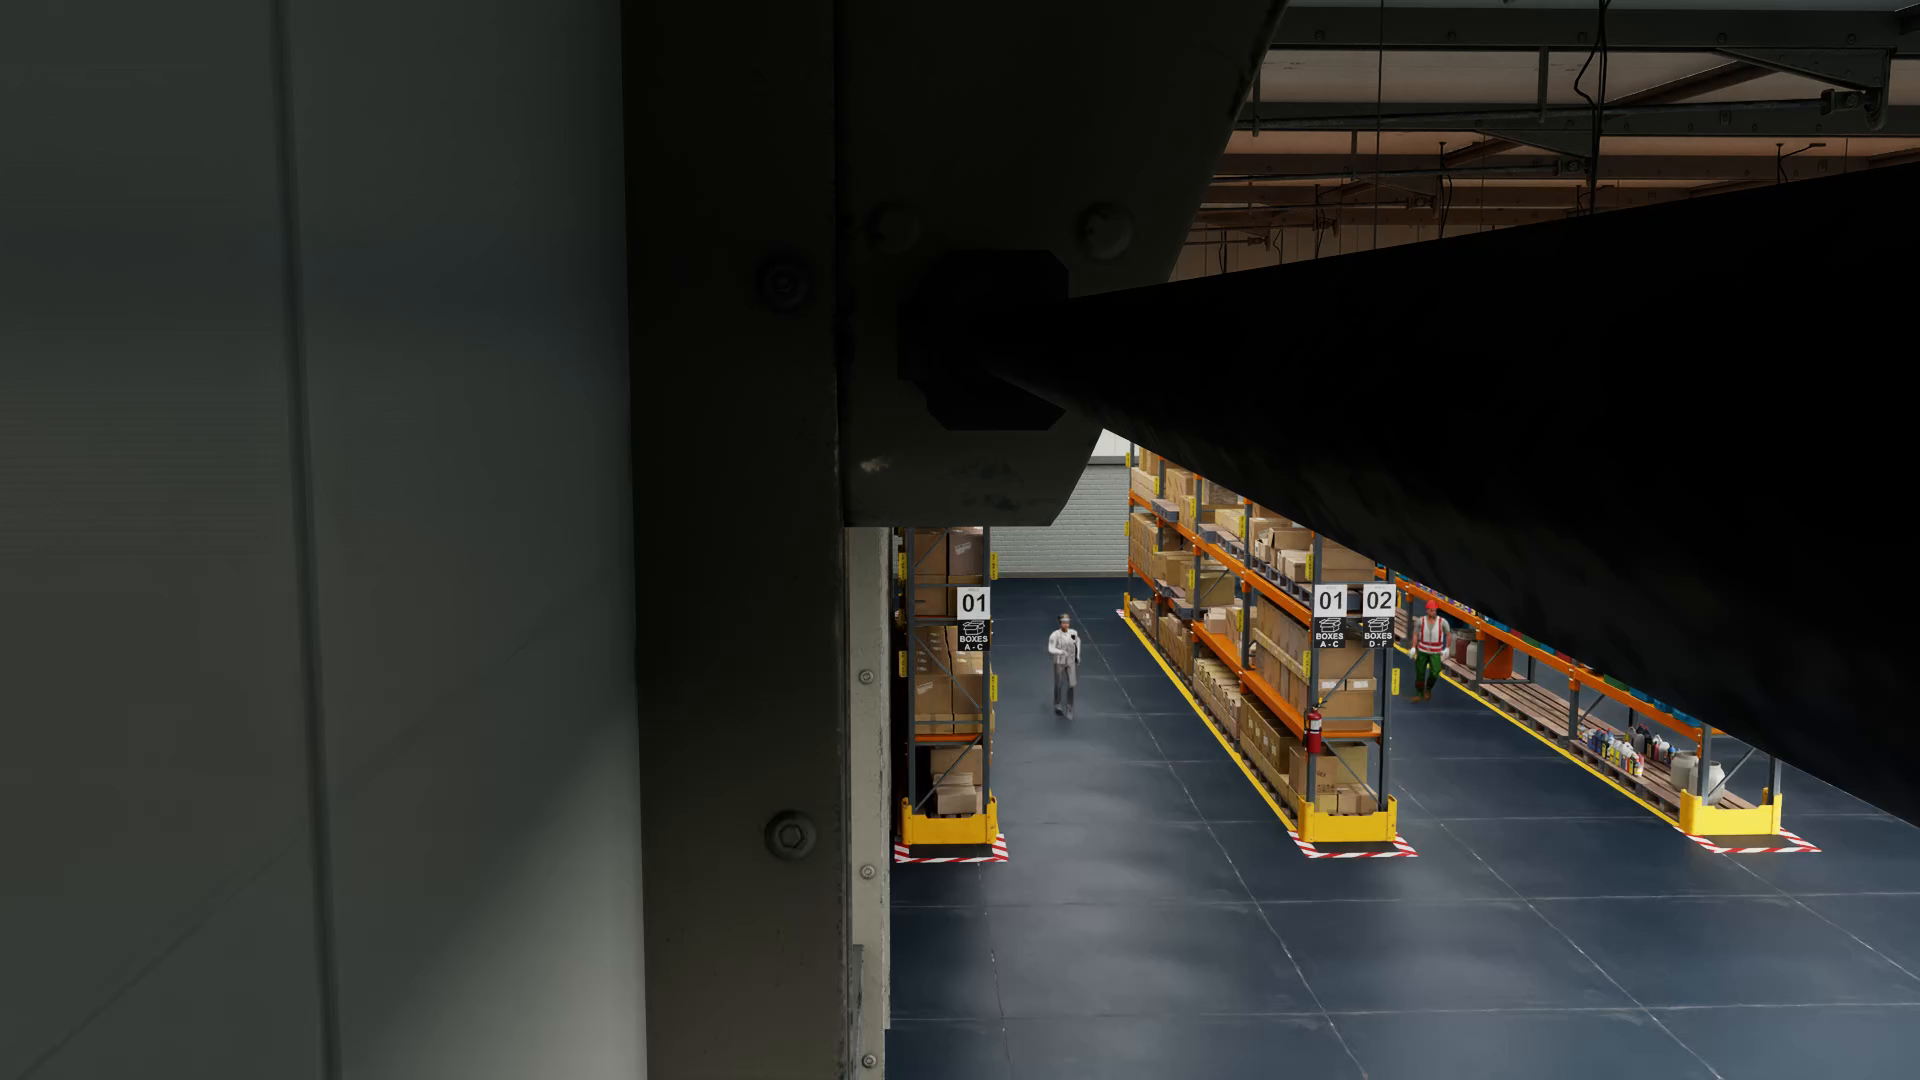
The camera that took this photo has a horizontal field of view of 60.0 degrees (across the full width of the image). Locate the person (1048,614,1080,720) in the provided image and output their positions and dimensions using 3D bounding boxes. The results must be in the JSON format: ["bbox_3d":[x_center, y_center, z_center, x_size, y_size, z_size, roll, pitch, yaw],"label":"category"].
[{"bbox_3d":[1.703,2.042,27.033,0.582,1.739,0.810,-1,7,-7],"label":"person"}]

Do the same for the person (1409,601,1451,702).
[{"bbox_3d":[7.858,1.872,27.792,0.633,1.751,0.528,3,8,24],"label":"person"}]
